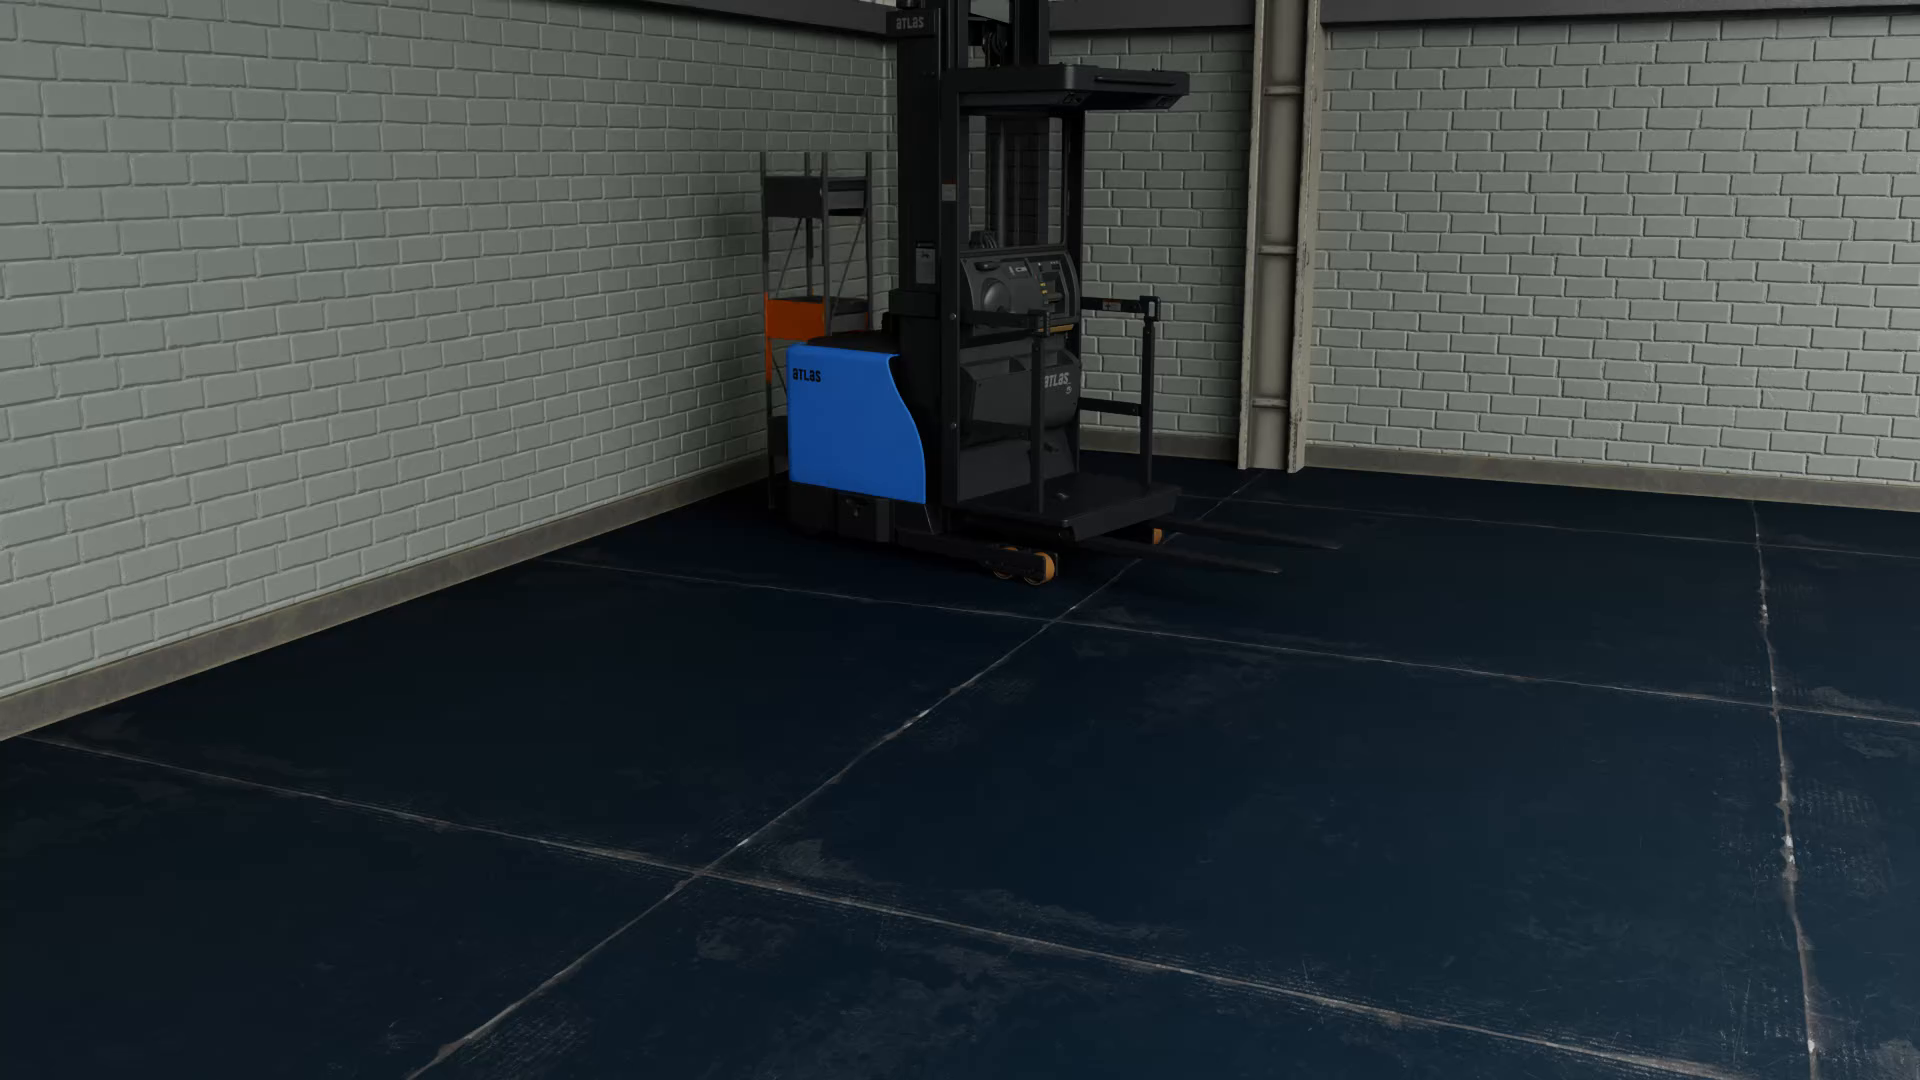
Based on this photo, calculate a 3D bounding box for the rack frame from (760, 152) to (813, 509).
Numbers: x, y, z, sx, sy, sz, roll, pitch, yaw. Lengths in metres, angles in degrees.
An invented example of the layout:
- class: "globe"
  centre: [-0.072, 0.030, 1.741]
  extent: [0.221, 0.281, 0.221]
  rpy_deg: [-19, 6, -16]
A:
- class: "rack frame"
  centre: [-1.022, -1.243, 9.952]
  extent: [0.015, 2.100, 0.400]
  rpy_deg: [11, 17, 38]

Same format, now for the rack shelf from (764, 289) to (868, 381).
- class: "rack shelf"
  centre: [-0.832, -1.194, 9.806]
  extent: [0.480, 0.518, 0.431]
  rpy_deg: [11, 17, 38]

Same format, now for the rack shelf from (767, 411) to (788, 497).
- class: "rack shelf"
  centre: [-0.833, -0.513, 9.967]
  extent: [0.480, 0.518, 0.431]
  rpy_deg: [11, 17, 38]

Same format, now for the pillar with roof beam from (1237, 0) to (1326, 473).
- class: "pillar with roof beam"
  centre: [0.386, -3.982, 6.525]
  extent: [0.400, 9.000, 9.100]
  rpy_deg: [6, 14, 23]

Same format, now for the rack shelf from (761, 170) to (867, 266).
- class: "rack shelf"
  centre: [-0.831, -1.876, 9.645]
  extent: [0.480, 0.518, 0.431]
  rpy_deg: [11, 17, 38]

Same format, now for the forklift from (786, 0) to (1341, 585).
- class: "forklift"
  centre: [0.485, -1.337, 8.538]
  extent: [3.031, 2.935, 1.130]
  rpy_deg: [10, 17, 38]

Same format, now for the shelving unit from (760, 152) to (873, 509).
- class: "shelving unit"
  centre: [-0.832, -1.208, 9.802]
  extent: [0.503, 2.100, 0.431]
  rpy_deg: [11, 17, 38]

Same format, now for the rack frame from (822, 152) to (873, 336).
- class: "rack frame"
  centre: [-0.642, -1.172, 9.653]
  extent: [0.015, 2.100, 0.400]
  rpy_deg: [11, 17, 38]
